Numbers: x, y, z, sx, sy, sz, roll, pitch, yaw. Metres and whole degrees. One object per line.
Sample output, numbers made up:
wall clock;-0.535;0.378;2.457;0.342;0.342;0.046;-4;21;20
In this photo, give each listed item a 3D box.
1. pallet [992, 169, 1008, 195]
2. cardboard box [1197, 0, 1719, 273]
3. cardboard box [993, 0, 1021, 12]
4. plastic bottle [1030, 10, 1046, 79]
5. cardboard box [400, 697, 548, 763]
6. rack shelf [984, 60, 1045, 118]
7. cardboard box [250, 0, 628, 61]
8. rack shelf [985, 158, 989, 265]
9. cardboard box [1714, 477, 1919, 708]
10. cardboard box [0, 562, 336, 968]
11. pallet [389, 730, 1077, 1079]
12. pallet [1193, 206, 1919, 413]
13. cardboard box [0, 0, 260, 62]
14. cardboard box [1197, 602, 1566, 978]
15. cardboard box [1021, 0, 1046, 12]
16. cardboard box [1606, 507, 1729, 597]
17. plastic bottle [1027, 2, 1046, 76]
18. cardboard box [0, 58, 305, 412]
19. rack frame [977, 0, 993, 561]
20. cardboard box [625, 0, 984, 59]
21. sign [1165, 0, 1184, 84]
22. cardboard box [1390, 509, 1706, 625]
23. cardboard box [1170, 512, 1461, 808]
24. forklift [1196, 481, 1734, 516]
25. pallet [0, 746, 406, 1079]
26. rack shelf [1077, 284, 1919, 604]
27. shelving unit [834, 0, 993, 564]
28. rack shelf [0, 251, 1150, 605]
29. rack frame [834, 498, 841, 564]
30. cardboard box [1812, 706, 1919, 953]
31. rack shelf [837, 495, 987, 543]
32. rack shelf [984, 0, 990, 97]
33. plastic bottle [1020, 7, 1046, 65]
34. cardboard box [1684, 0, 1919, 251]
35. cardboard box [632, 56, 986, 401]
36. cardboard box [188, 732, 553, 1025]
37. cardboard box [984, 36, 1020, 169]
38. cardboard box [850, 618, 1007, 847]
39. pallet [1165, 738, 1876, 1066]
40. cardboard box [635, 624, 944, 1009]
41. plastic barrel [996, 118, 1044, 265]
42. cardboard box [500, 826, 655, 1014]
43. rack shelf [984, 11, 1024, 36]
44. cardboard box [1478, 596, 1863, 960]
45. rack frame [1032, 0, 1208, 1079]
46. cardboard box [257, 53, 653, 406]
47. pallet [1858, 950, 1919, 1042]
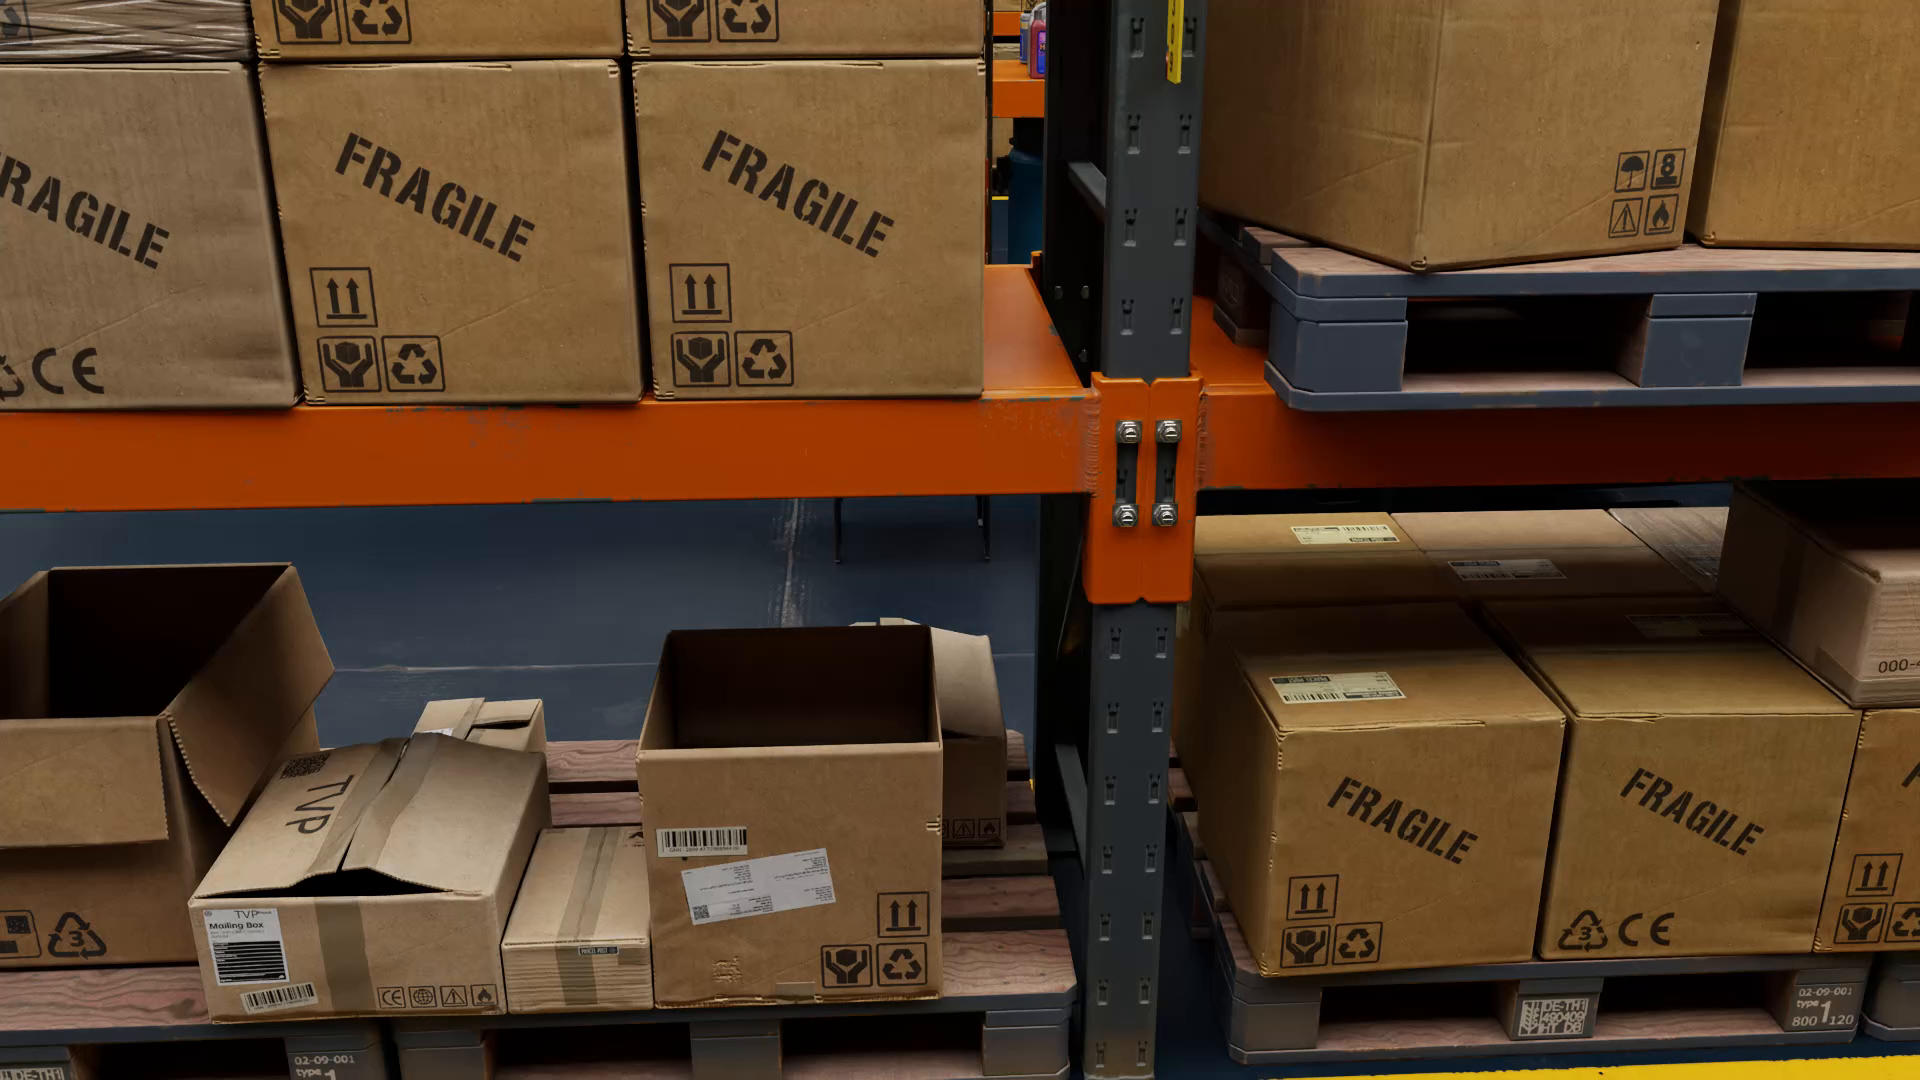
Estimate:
pallet;0.466;-2.847;12.803;1.213;0.211;1.003;-1;21;-3
cardboard box;0.747;-0.762;2.676;0.500;0.500;0.700;-9;22;-21
cardboard box;0.173;-4.075;11.969;0.500;0.500;0.500;-1;21;-3
plastic bottle;0.373;-2.150;7.217;0.133;0.283;0.061;-1;21;-3
cardboard box;-1.033;0.482;3.502;0.250;0.166;0.380;-1;21;-3
rack shelf;1.979;-2.053;7.809;4.000;0.370;1.077;-1;21;-3
cardboard box;-0.740;-0.989;2.458;0.500;0.500;0.500;-2;21;-4
rack shelf;-0.165;-0.965;5.243;0.480;0.518;0.431;-1;21;-3
cardboard box;1.757;0.080;3.037;0.500;0.250;0.500;-1;21;-3
cardboard box;-1.614;0.412;3.213;0.637;0.503;0.797;-1;21;-3
pallet;-0.424;0.728;3.413;1.213;0.211;1.003;-1;21;-3
pallet;1.065;-0.477;2.927;1.213;0.211;1.003;-1;21;-3
cardboard box;-1.243;-0.979;2.432;0.500;0.500;0.500;-1;21;-3
cardboard box;0.758;0.450;3.117;0.500;0.500;0.500;-2;21;-5
cardboard box;0.675;-4.086;11.997;0.500;0.500;0.500;-1;21;-3
cardboard box;1.732;0.245;3.658;0.500;0.500;0.500;-1;21;-2
plastic bottle;0.393;-2.218;7.302;0.185;0.351;0.144;-1;21;-3
cardboard box;-1.250;-0.512;2.610;0.500;0.500;0.500;-1;21;-2
rack frame;0.078;-0.983;5.252;0.015;2.100;0.400;-1;21;-3
cardboard box;-0.229;-1.001;2.488;0.500;0.500;0.500;-1;21;-3
sign;0.300;-0.801;2.292;0.005;0.325;0.100;-1;21;-3
cardboard box;1.232;0.255;3.631;0.500;0.500;0.500;-1;21;-3
cardboard box;0.738;0.262;3.613;0.500;0.500;0.500;-1;21;-3
forklift;1.972;-1.490;5.417;3.031;2.935;1.130;-3;21;-8
pallet;-1.645;0.754;3.345;1.213;0.211;1.003;-1;21;-3
rack shelf;2.258;-0.293;3.187;4.000;0.370;1.077;-1;21;-3
shelving unit;-0.165;-0.978;5.239;0.503;2.100;0.431;-1;21;-3
rack shelf;-1.735;-0.212;2.974;4.000;0.370;1.077;-1;21;-3
rack frame;-0.409;-0.973;5.226;0.015;2.100;0.400;-1;21;-3
cardboard box;1.789;0.428;3.176;0.500;0.500;0.500;-1;21;-2
rack shelf;-0.165;-0.311;5.492;0.480;0.518;0.431;-1;21;-3
rack shelf;-0.165;-1.619;4.994;0.480;0.518;0.431;-1;21;-3
plastic bottle;0.357;-2.414;7.919;0.135;0.276;0.152;-1;21;-3
cardboard box;1.430;-0.799;2.772;0.500;0.500;0.700;2;21;6
cardboard box;-0.223;-0.534;2.669;0.500;0.500;0.500;-1;21;-2
cardboard box;-1.040;0.590;3.017;0.500;0.311;0.500;-1;21;-3
cardboard box;0.337;-3.332;12.552;0.875;0.875;1.225;-1;21;-3
cardboard box;-0.170;0.394;3.532;0.500;0.311;0.500;-1;21;-3
pallet;1.071;0.684;3.527;1.213;0.211;1.003;-1;21;-3
cardboard box;-0.291;0.486;3.024;0.500;0.500;0.500;-1;21;-3
plastic barrel;0.526;-1.569;7.886;0.708;0.901;0.600;-1;21;-3
cardboard box;-0.662;0.679;3.010;0.250;0.149;0.380;-1;21;-3
rack shelf;1.696;-3.813;12.430;4.000;0.370;1.077;-1;21;-3
cardboard box;1.290;0.436;3.156;0.500;0.500;0.500;-1;21;-2
rack frame;0.261;-0.589;2.952;0.127;3.000;1.000;-1;21;-3
cardboard box;-0.738;-0.524;2.640;0.500;0.500;0.500;-1;21;-2
pallet;2.292;0.658;3.595;1.213;0.211;1.003;-1;21;-3
